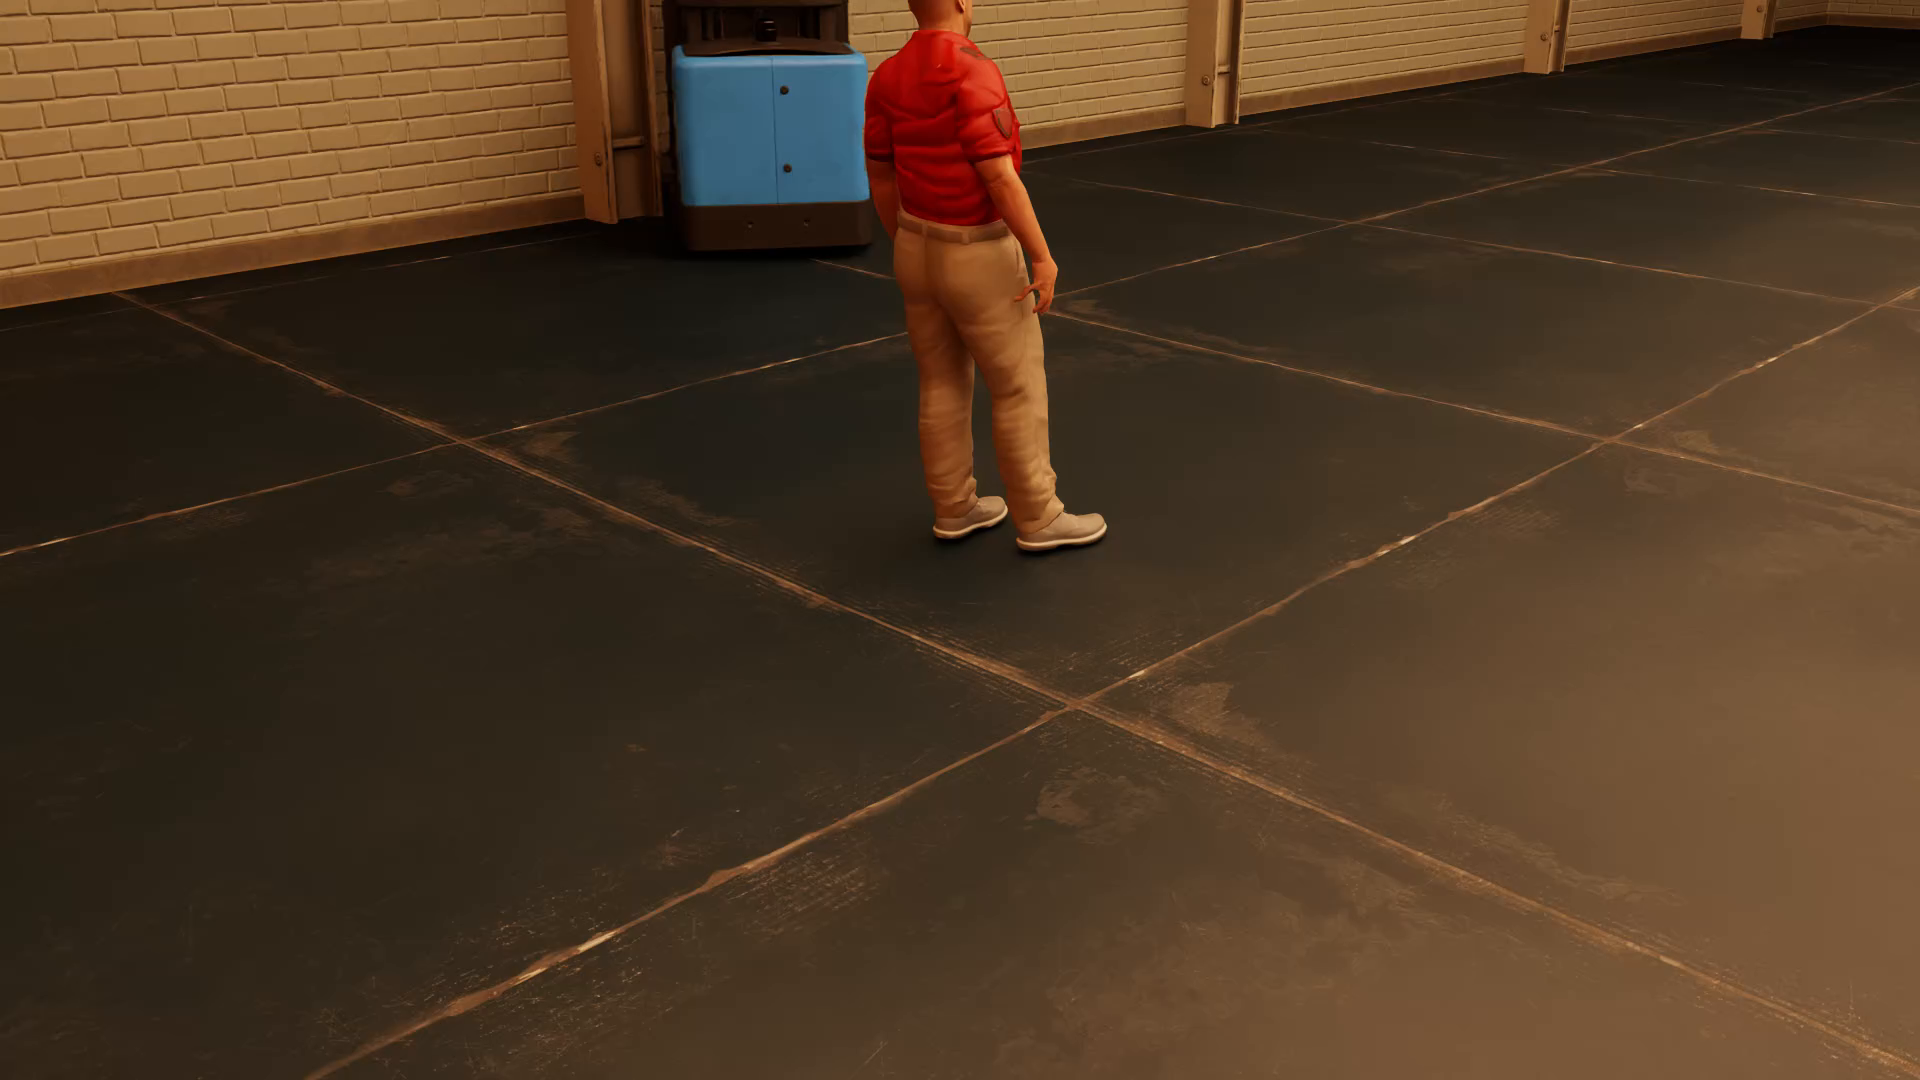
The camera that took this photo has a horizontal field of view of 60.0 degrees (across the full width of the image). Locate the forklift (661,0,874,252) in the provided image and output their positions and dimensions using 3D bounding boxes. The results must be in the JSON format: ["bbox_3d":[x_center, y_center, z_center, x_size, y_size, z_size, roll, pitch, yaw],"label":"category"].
[{"bbox_3d":[-1.247,-3.430,9.914,1.130,2.935,3.031,-4,22,-9],"label":"forklift"}]

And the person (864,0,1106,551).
[{"bbox_3d":[0.072,-0.831,4.952,0.640,1.727,0.551,20,29,41],"label":"person"}]
